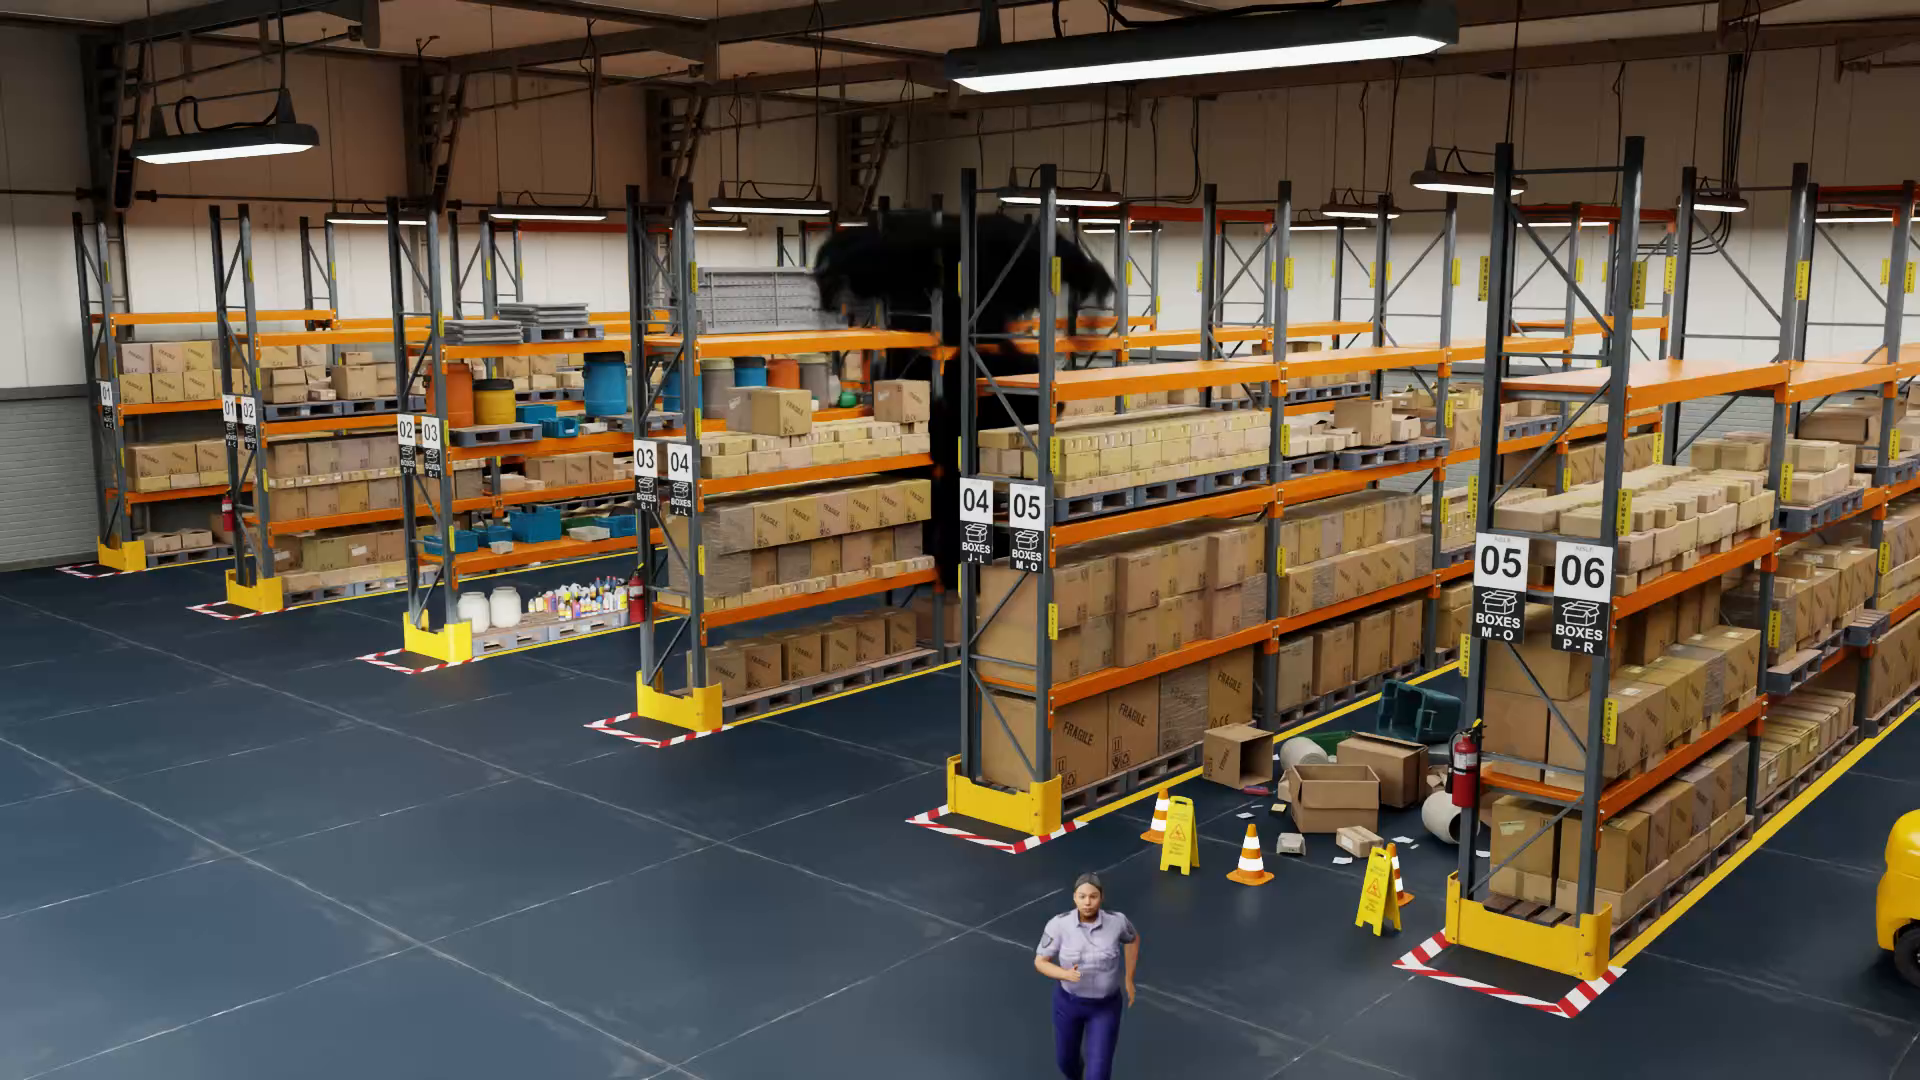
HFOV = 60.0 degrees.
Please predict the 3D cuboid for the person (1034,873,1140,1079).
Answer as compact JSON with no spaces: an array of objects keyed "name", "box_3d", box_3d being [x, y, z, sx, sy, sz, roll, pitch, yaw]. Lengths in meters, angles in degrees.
[{"name":"person","box_3d":[0.742,2.731,9.751,0.607,1.630,0.938,1,10,6]}]
